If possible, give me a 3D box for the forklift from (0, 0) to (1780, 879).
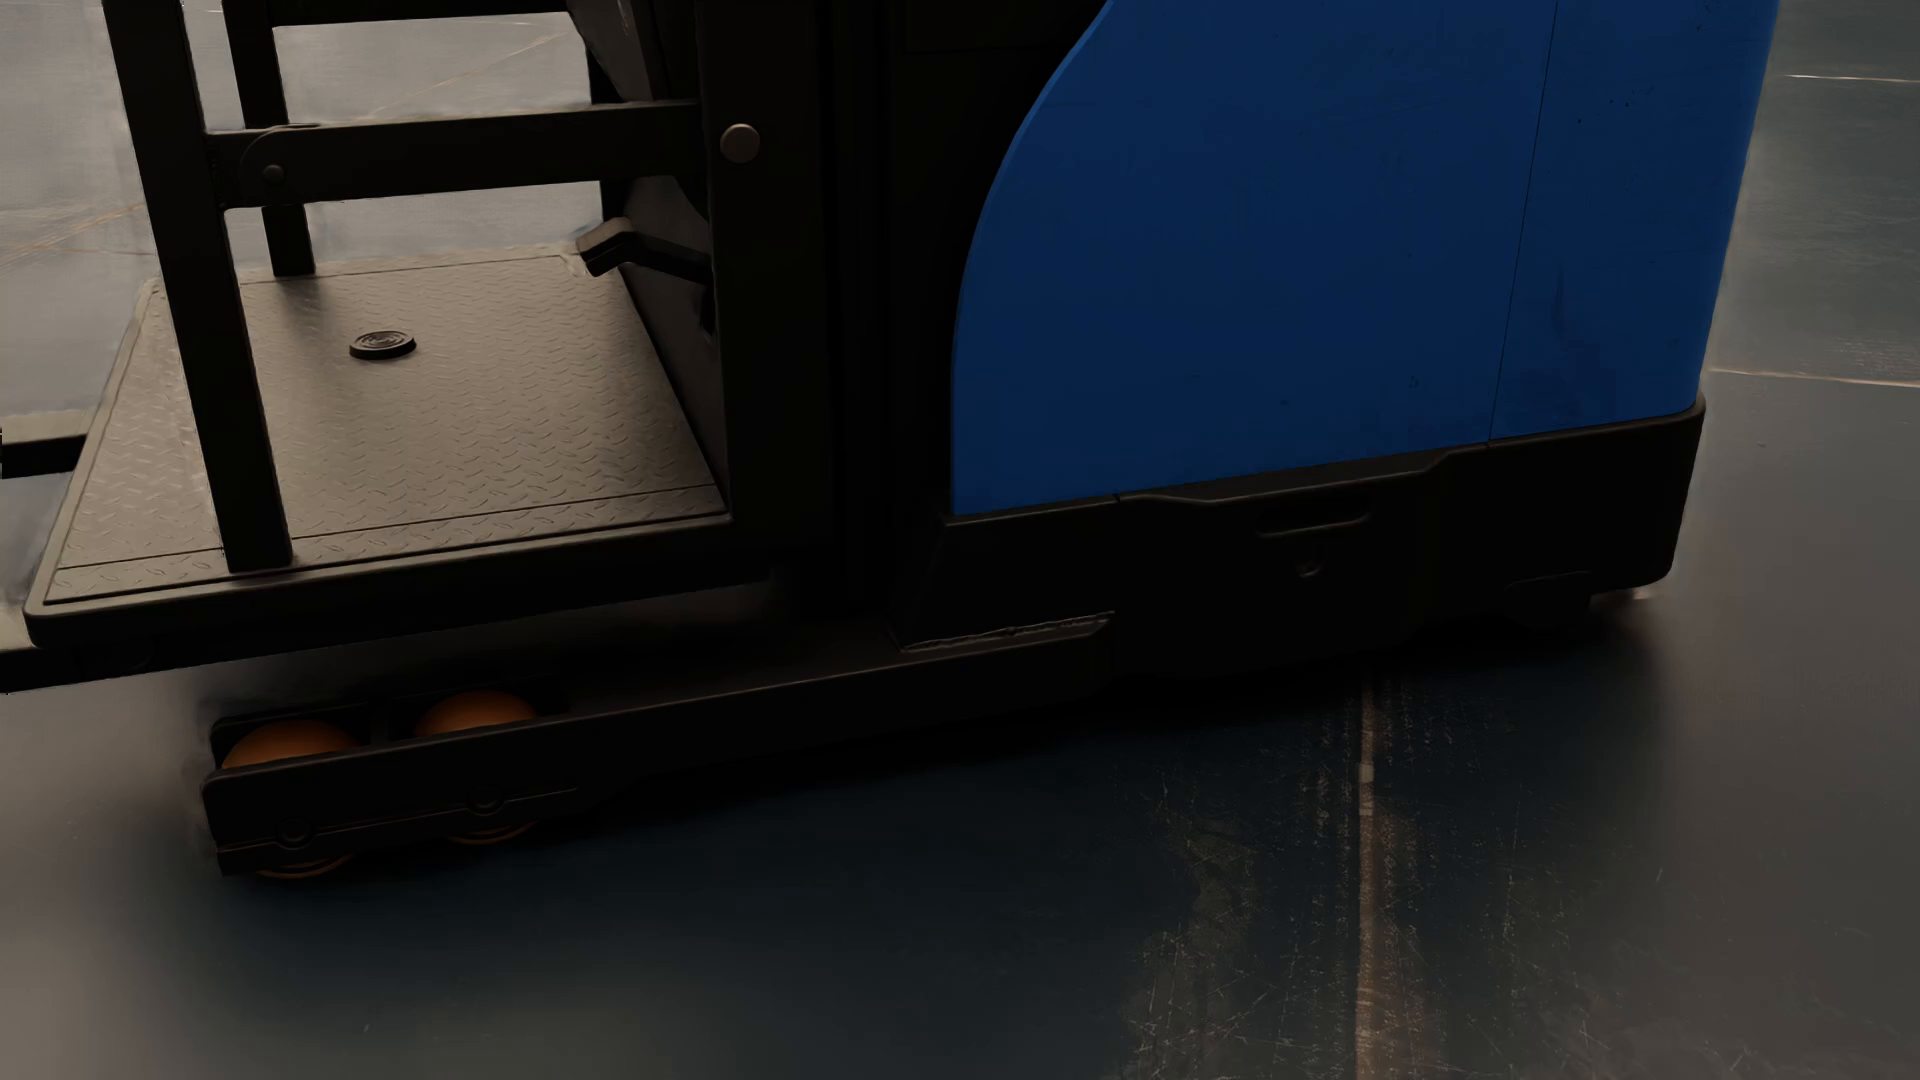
[{"bbox_3d":[-0.595,-1.213,1.650,3.031,2.935,1.130,-8,28,-16],"label":"forklift"}]
